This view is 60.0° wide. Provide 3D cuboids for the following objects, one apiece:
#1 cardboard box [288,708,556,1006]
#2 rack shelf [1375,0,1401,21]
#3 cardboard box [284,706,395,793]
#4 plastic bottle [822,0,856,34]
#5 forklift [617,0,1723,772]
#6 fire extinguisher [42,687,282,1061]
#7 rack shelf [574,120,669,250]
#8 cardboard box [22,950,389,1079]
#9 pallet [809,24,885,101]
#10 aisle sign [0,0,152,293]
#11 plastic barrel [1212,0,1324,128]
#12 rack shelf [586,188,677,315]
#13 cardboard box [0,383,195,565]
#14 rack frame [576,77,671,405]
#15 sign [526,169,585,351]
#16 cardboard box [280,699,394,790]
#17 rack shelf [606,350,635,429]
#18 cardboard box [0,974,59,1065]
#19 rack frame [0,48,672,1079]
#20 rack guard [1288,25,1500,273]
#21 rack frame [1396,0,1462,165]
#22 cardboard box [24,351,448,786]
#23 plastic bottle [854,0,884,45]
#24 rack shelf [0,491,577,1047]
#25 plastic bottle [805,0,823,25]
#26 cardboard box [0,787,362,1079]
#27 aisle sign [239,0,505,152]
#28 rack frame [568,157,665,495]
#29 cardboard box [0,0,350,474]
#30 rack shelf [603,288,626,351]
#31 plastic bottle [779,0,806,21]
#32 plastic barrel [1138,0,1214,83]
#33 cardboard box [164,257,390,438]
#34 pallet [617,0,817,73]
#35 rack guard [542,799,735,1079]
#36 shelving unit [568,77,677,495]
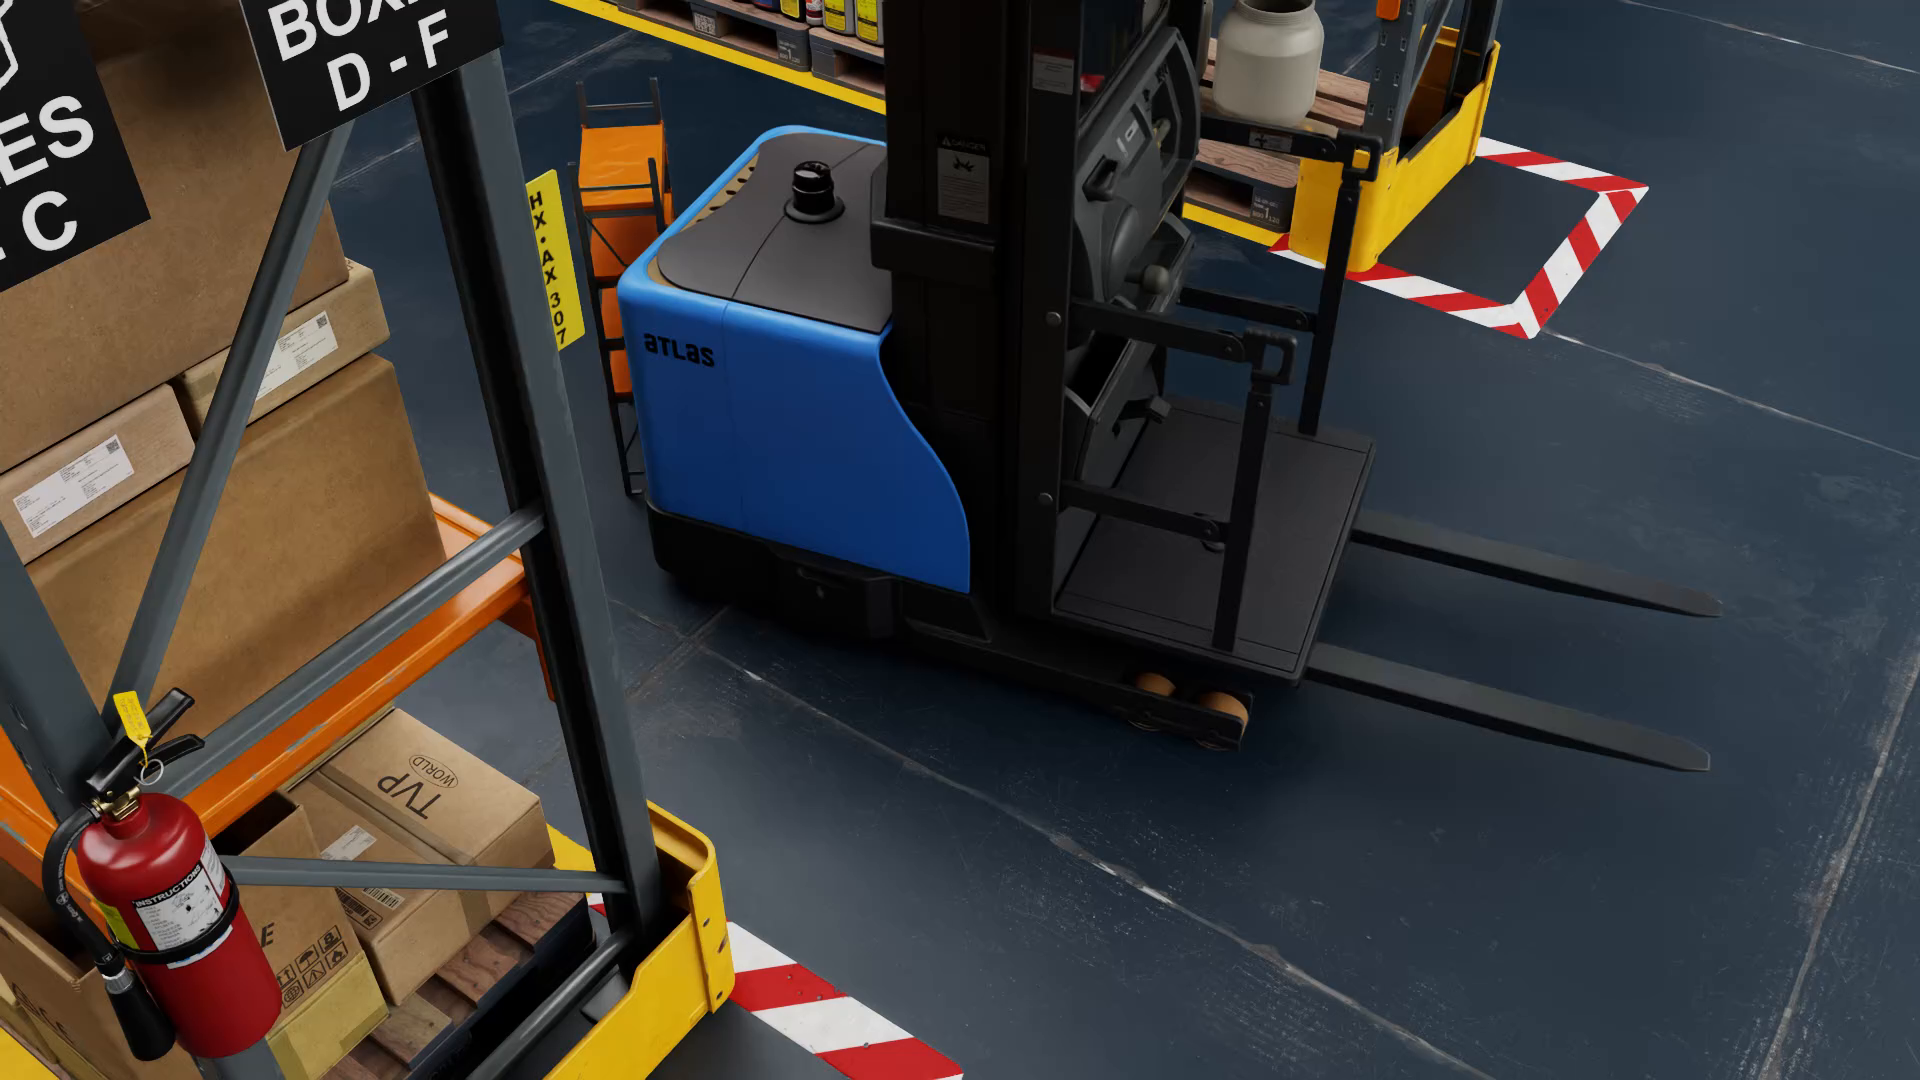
[{"bbox_3d":[-1.329,0.734,3.928,0.500,0.250,0.500,25,48,25],"label":"cardboard box"},{"bbox_3d":[0.192,-3.008,6.902,4.000,0.370,1.077,25,48,25],"label":"rack shelf"},{"bbox_3d":[-1.740,0.544,4.139,0.500,0.250,0.500,25,48,25],"label":"cardboard box"},{"bbox_3d":[-0.520,-2.448,7.393,0.185,0.351,0.144,25,47,25],"label":"plastic bottle"},{"bbox_3d":[-0.200,-2.595,5.376,6.124,3.703,4.401,15,44,16],"label":"forklift"},{"bbox_3d":[-1.187,0.520,2.478,0.183,0.674,0.296,25,48,25],"label":"fire extinguisher"},{"bbox_3d":[-1.001,-1.062,4.948,0.258,0.148,0.480,-5,42,-5],"label":"rack shelf"},{"bbox_3d":[-1.626,1.016,3.612,0.500,0.250,0.500,25,48,25],"label":"cardboard box"},{"bbox_3d":[0.084,-2.256,7.613,1.213,0.211,1.003,25,48,25],"label":"pallet"},{"bbox_3d":[-1.132,-0.591,1.712,0.004,0.787,0.394,25,48,25],"label":"aisle sign"},{"bbox_3d":[1.247,-1.950,6.731,0.421,0.512,0.421,0,42,0],"label":"plastic barrel"},{"bbox_3d":[-1.001,-0.886,5.106,0.258,0.148,0.480,-5,42,-5],"label":"rack shelf"},{"bbox_3d":[-1.440,-0.129,2.583,0.250,0.149,0.380,24,47,25],"label":"cardboard box"},{"bbox_3d":[-1.031,-0.931,5.390,0.240,1.200,0.015,-5,42,-5],"label":"rack frame"},{"bbox_3d":[-0.694,-0.461,2.807,0.005,0.325,0.100,25,48,25],"label":"sign"},{"bbox_3d":[-1.739,0.264,3.891,0.500,0.500,0.500,25,48,25],"label":"cardboard box"},{"bbox_3d":[-1.001,-0.571,5.387,0.258,0.148,0.480,-5,42,-5],"label":"rack shelf"},{"bbox_3d":[-2.042,0.831,3.818,0.500,0.250,0.500,25,48,25],"label":"cardboard box"},{"bbox_3d":[-1.017,0.192,2.786,0.127,3.000,1.000,25,48,25],"label":"rack frame"},{"bbox_3d":[1.741,-1.583,6.644,0.348,0.500,1.175,25,48,25],"label":"rack guard"},{"bbox_3d":[1.832,-2.512,5.808,0.053,2.616,0.949,25,48,25],"label":"rack frame"},{"bbox_3d":[-1.392,-0.031,2.960,0.500,0.500,0.700,25,48,25],"label":"cardboard box"},{"bbox_3d":[-0.368,-2.377,7.314,0.185,0.351,0.144,27,48,27],"label":"plastic bottle"},{"bbox_3d":[-2.655,-0.306,3.881,4.000,0.370,1.077,25,48,25],"label":"rack shelf"},{"bbox_3d":[-0.650,-2.434,7.490,0.097,0.201,0.097,0,42,0],"label":"plastic bottle"},{"bbox_3d":[-1.627,0.738,3.360,0.500,0.500,0.500,25,48,25],"label":"cardboard box"},{"bbox_3d":[-0.788,-0.919,2.078,0.004,0.787,0.394,25,48,25],"label":"aisle sign"},{"bbox_3d":[-0.970,-0.608,5.030,0.240,1.200,0.015,-5,42,-5],"label":"rack frame"},{"bbox_3d":[-1.436,-0.535,2.550,0.500,0.500,0.700,25,48,25],"label":"cardboard box"},{"bbox_3d":[-1.001,-0.748,5.229,0.221,0.050,0.457,-5,42,-5],"label":"rack shelf"},{"bbox_3d":[-0.757,-2.500,7.502,0.133,0.283,0.061,27,48,27],"label":"plastic bottle"},{"bbox_3d":[0.837,-2.142,6.945,0.421,0.512,0.421,0,42,0],"label":"plastic barrel"},{"bbox_3d":[-1.215,-0.355,2.835,0.250,0.149,0.380,25,47,25],"label":"cardboard box"},{"bbox_3d":[-0.919,-2.723,8.135,1.213,0.211,1.003,25,48,25],"label":"pallet"},{"bbox_3d":[-0.998,1.133,3.609,0.348,0.500,1.175,25,48,25],"label":"rack guard"},{"bbox_3d":[-1.001,-0.769,5.210,0.258,1.200,0.503,-5,42,-5],"label":"shelving unit"}]
